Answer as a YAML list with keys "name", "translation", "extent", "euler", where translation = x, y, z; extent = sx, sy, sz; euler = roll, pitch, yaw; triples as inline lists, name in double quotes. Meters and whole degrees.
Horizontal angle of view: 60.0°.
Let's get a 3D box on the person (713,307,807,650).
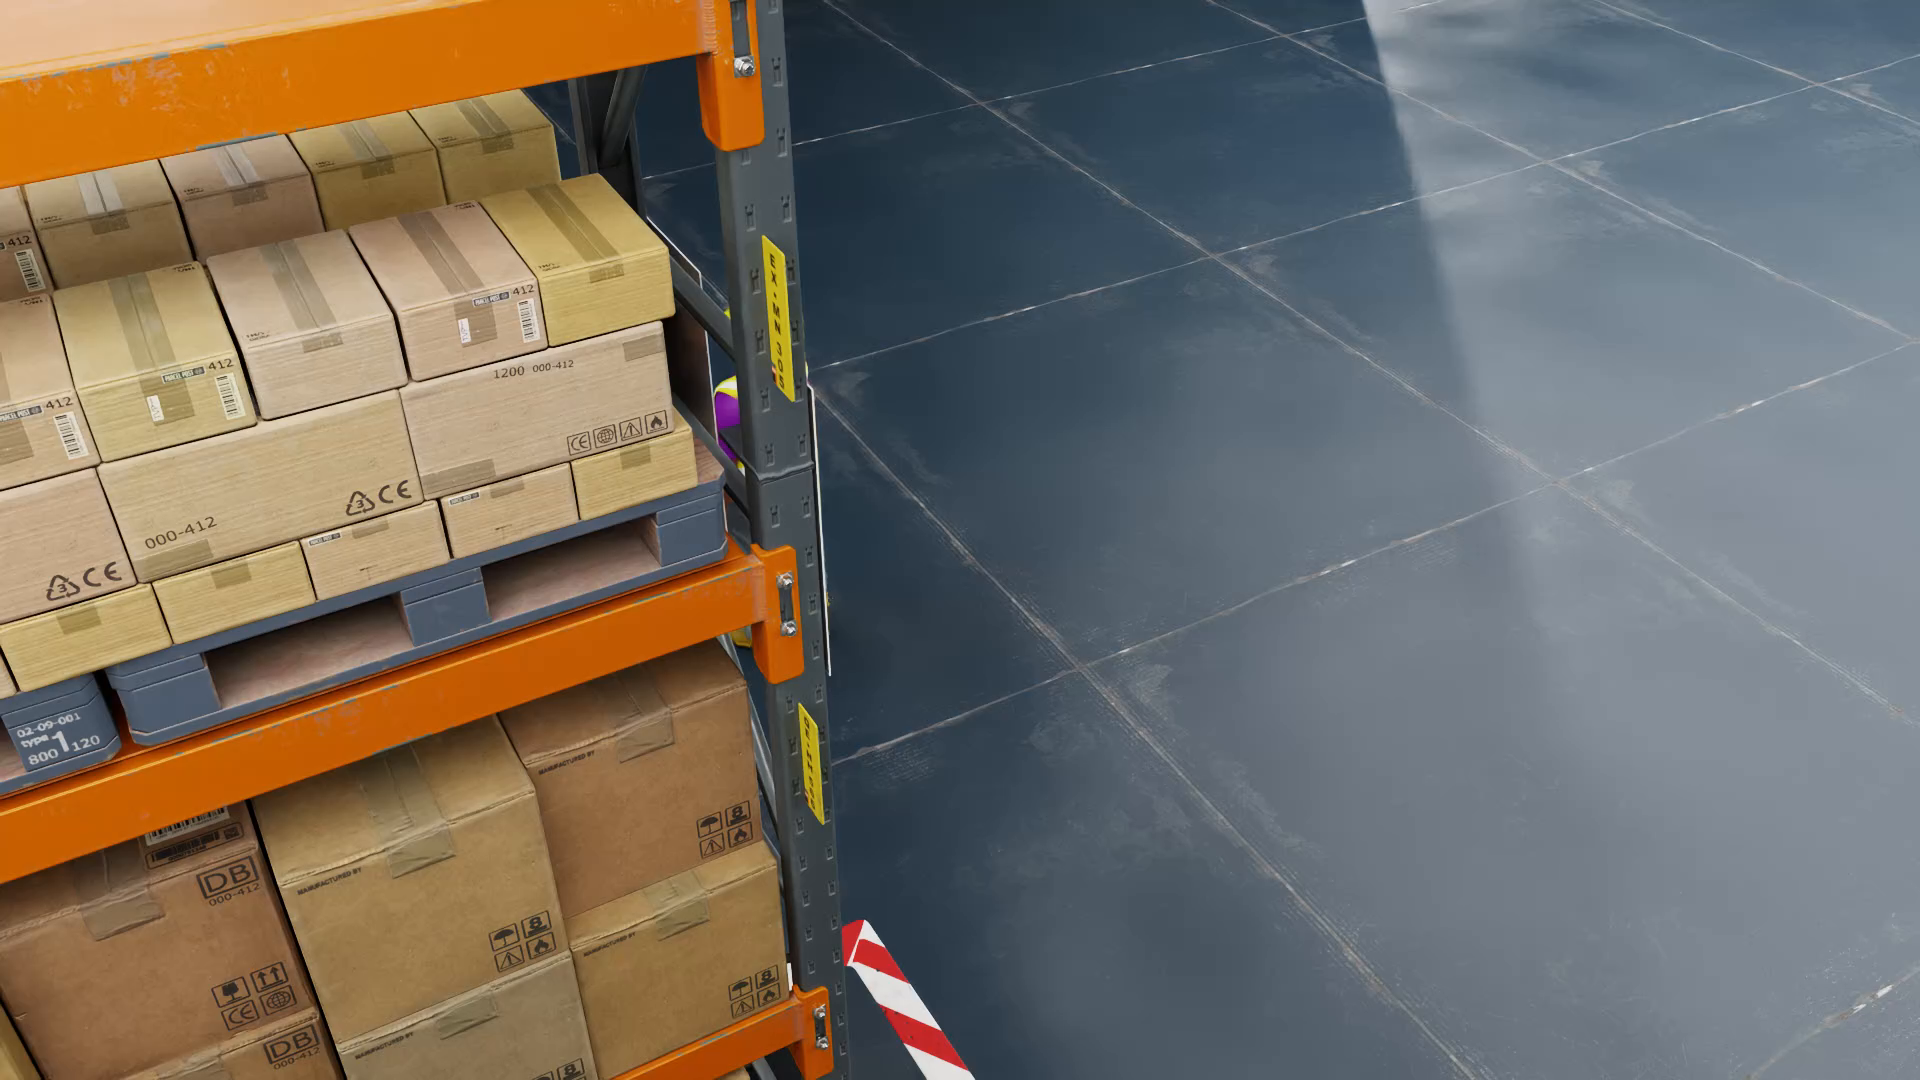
- name: "person"
  translation: [-0.909, -0.229, 7.280]
  extent: [0.418, 1.849, 0.577]
  euler: [20, 41, 25]
